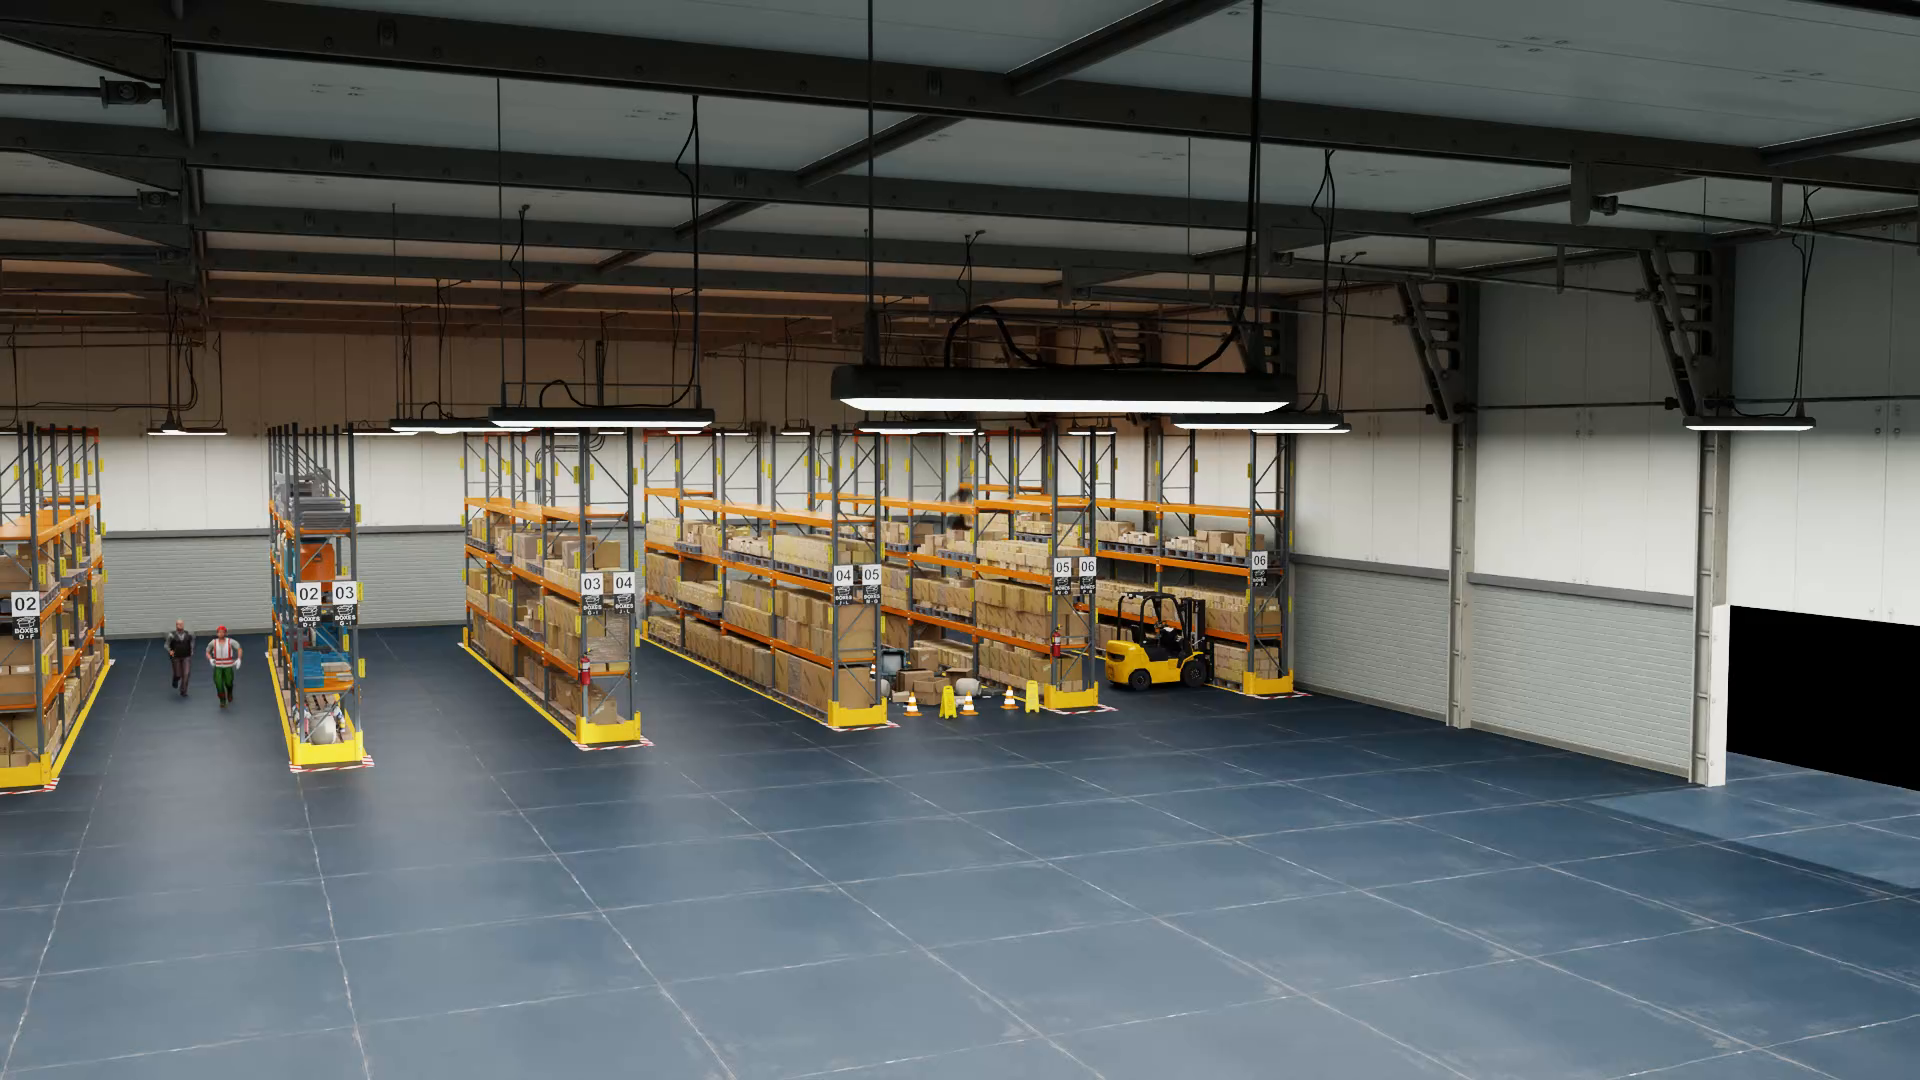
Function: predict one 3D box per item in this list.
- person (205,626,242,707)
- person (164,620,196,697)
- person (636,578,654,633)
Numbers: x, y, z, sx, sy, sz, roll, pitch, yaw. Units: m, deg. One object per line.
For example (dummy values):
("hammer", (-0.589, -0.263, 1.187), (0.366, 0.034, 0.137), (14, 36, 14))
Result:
("person", (-15.655, 2.689, 35.354), (0.708, 1.742, 0.624), (-1, 4, -20))
("person", (-17.363, 2.623, 37.063), (0.659, 1.695, 0.732), (-3, 4, -37))
("person", (-9.131, 1.888, 48.657), (0.870, 1.751, 0.711), (-3, 4, -39))
